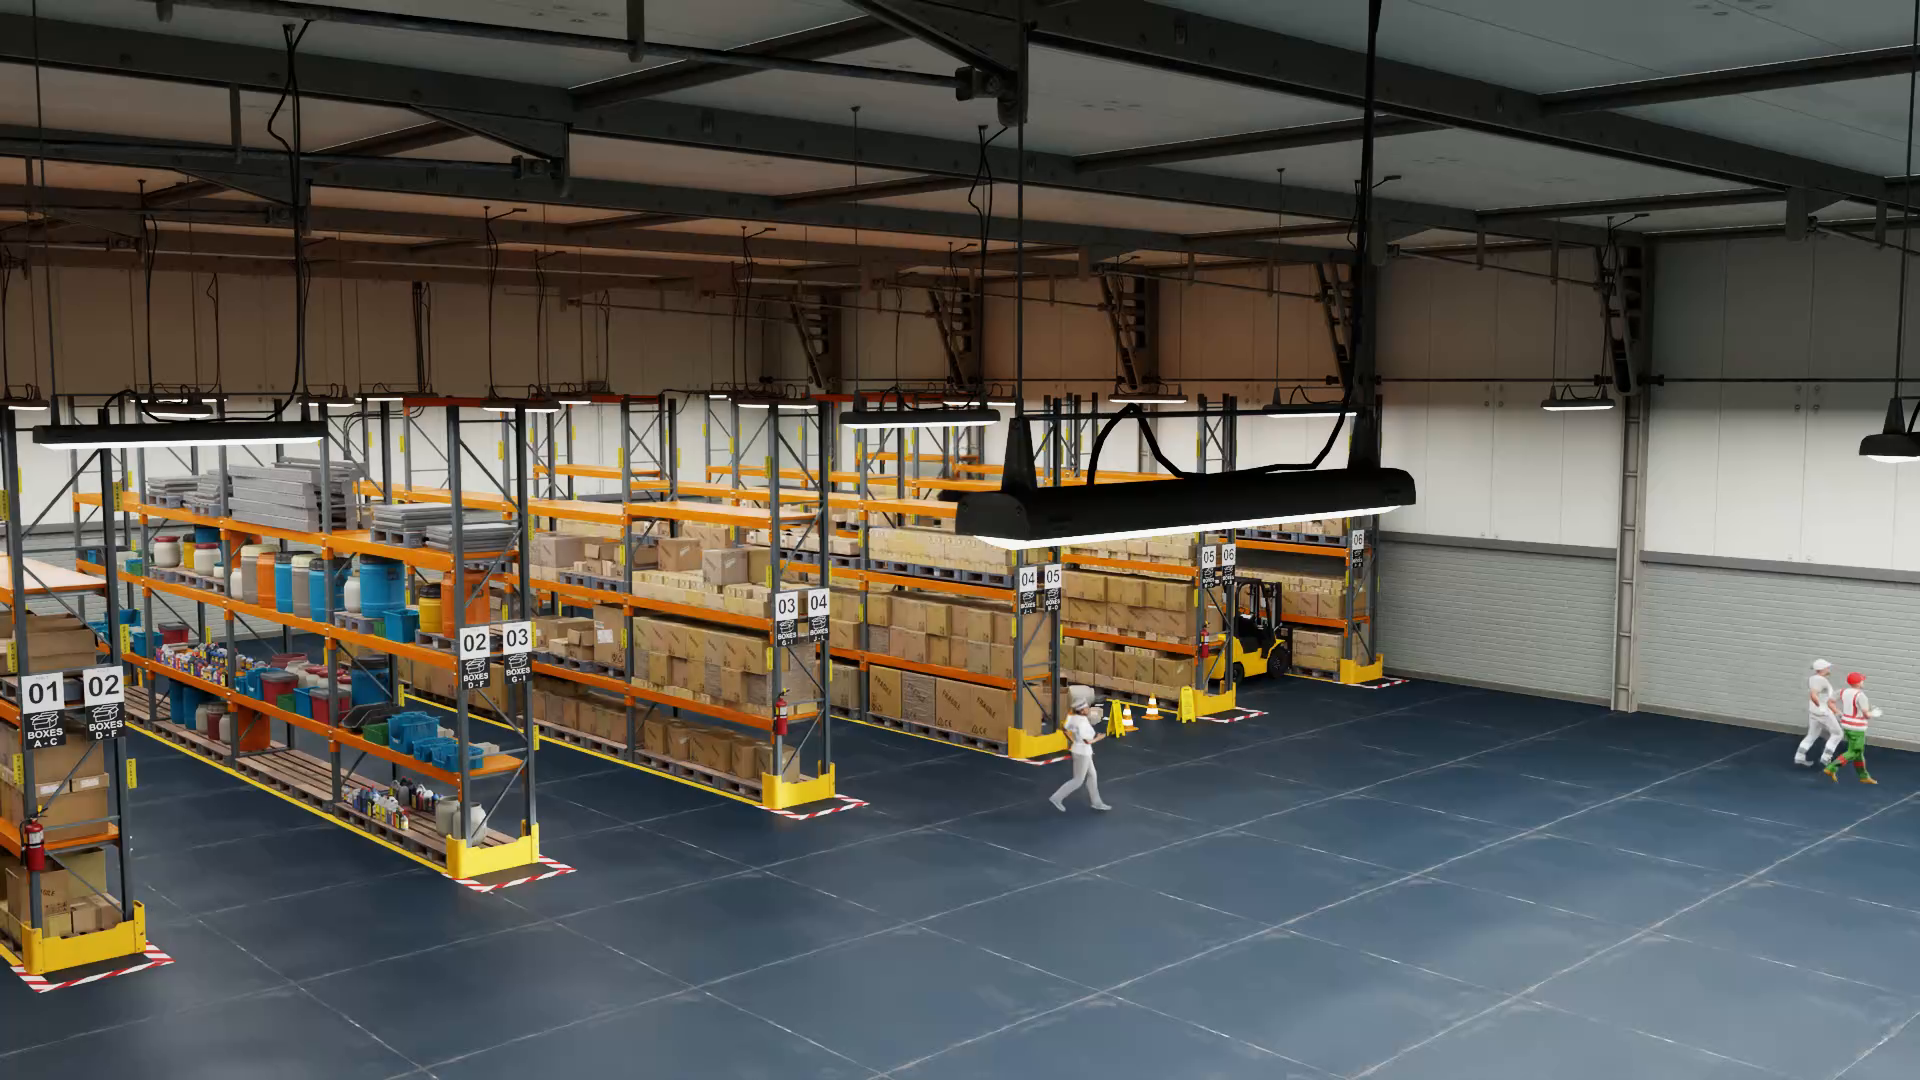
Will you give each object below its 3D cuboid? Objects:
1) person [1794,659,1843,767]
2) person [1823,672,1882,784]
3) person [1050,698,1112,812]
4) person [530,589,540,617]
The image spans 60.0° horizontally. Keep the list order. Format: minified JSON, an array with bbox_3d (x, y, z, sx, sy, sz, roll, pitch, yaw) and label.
[{"bbox_3d":[13.959,2.841,26.929,0.747,1.828,0.642,0,6,4],"label":"person"},{"bbox_3d":[13.842,2.929,25.763,0.987,1.786,0.656,-1,6,-7],"label":"person"},{"bbox_3d":[1.759,3.125,24.199,0.945,1.682,0.575,-1,6,-6],"label":"person"},{"bbox_3d":[-9.687,1.882,37.152,0.733,1.748,0.903,-5,7,-41],"label":"person"}]
